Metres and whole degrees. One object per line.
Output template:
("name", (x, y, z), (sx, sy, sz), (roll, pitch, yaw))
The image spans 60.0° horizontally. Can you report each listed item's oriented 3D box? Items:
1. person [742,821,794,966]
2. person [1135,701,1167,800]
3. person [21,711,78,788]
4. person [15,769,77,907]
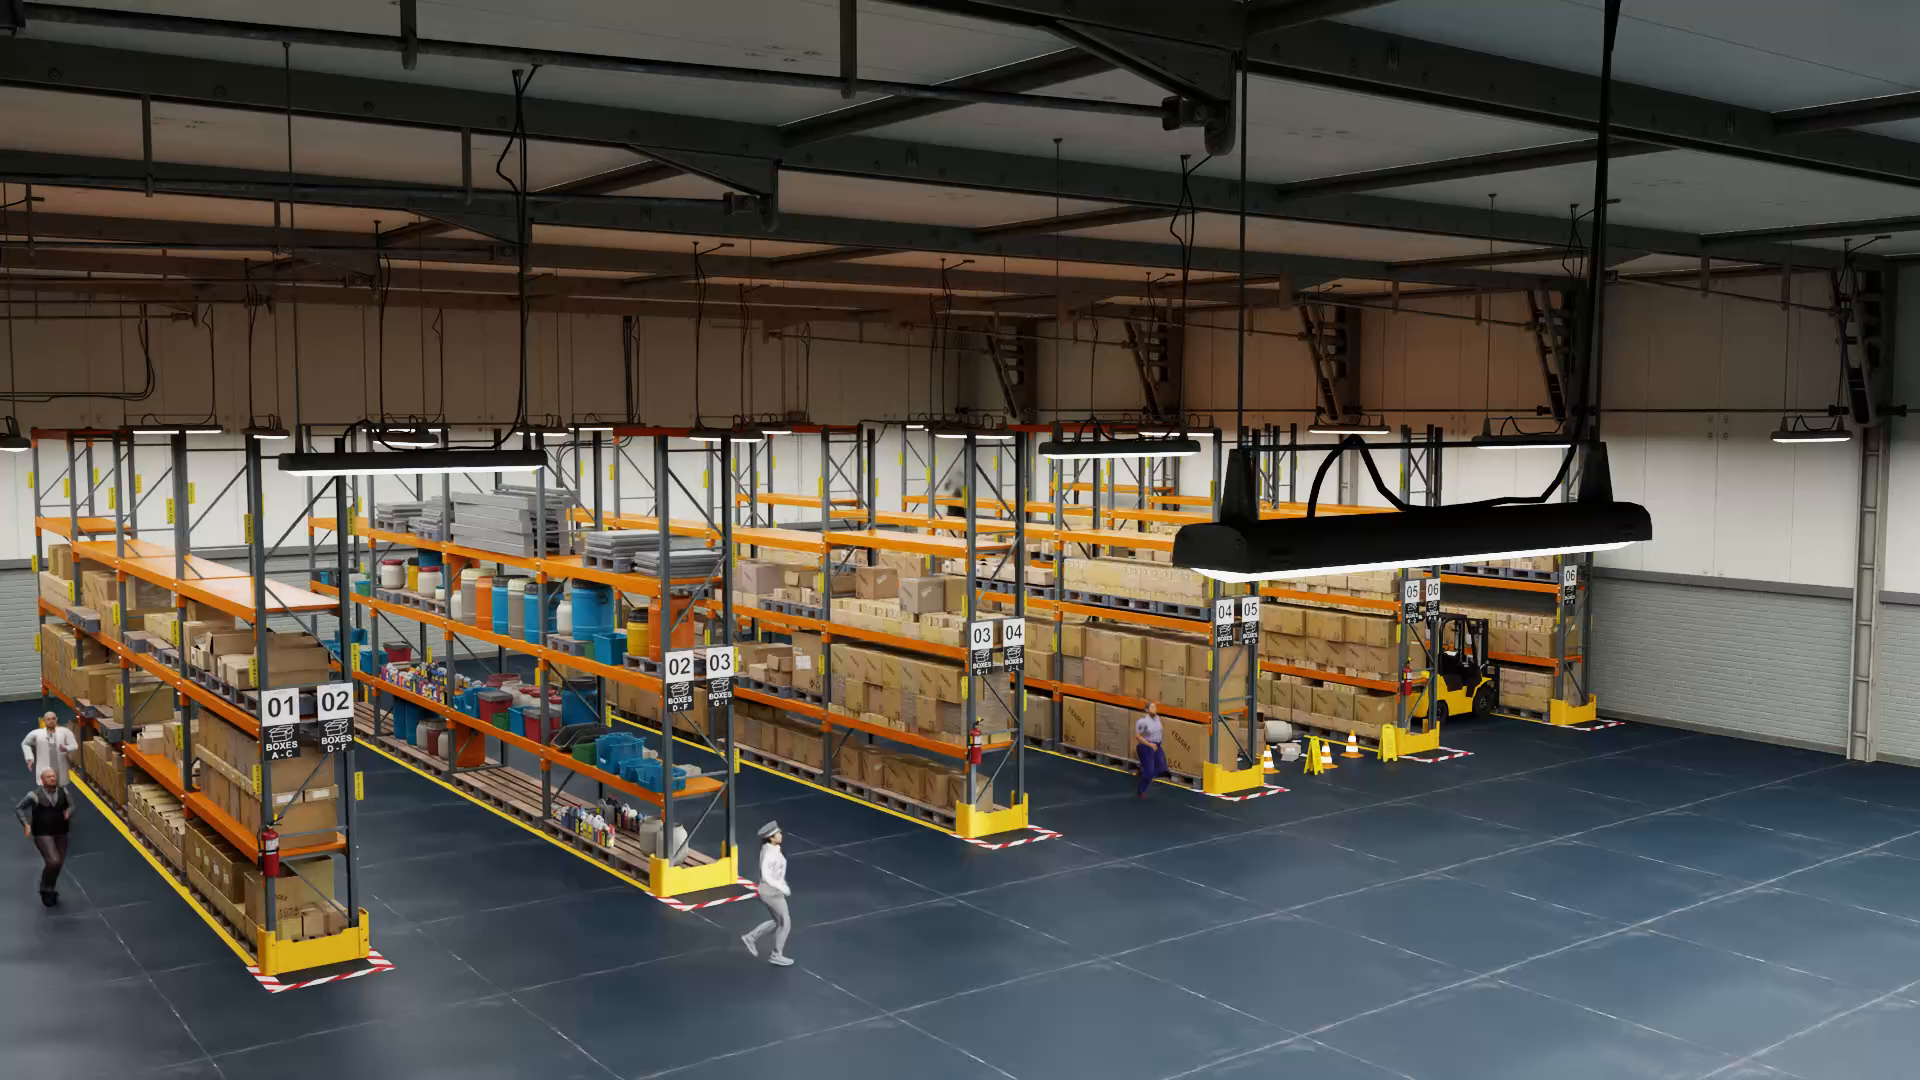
("person", (-2.177, 4.019, 18.893), (0.564, 1.673, 0.628), (-1, 5, -10))
("person", (3.082, 3.418, 27.102), (0.640, 1.619, 0.575), (-4, 6, -43))
("person", (-13.608, 3.456, 24.931), (0.697, 1.783, 1.044), (-4, 6, -41))
("person", (-11.638, 3.804, 21.296), (0.716, 1.739, 0.625), (3, 5, 34))
